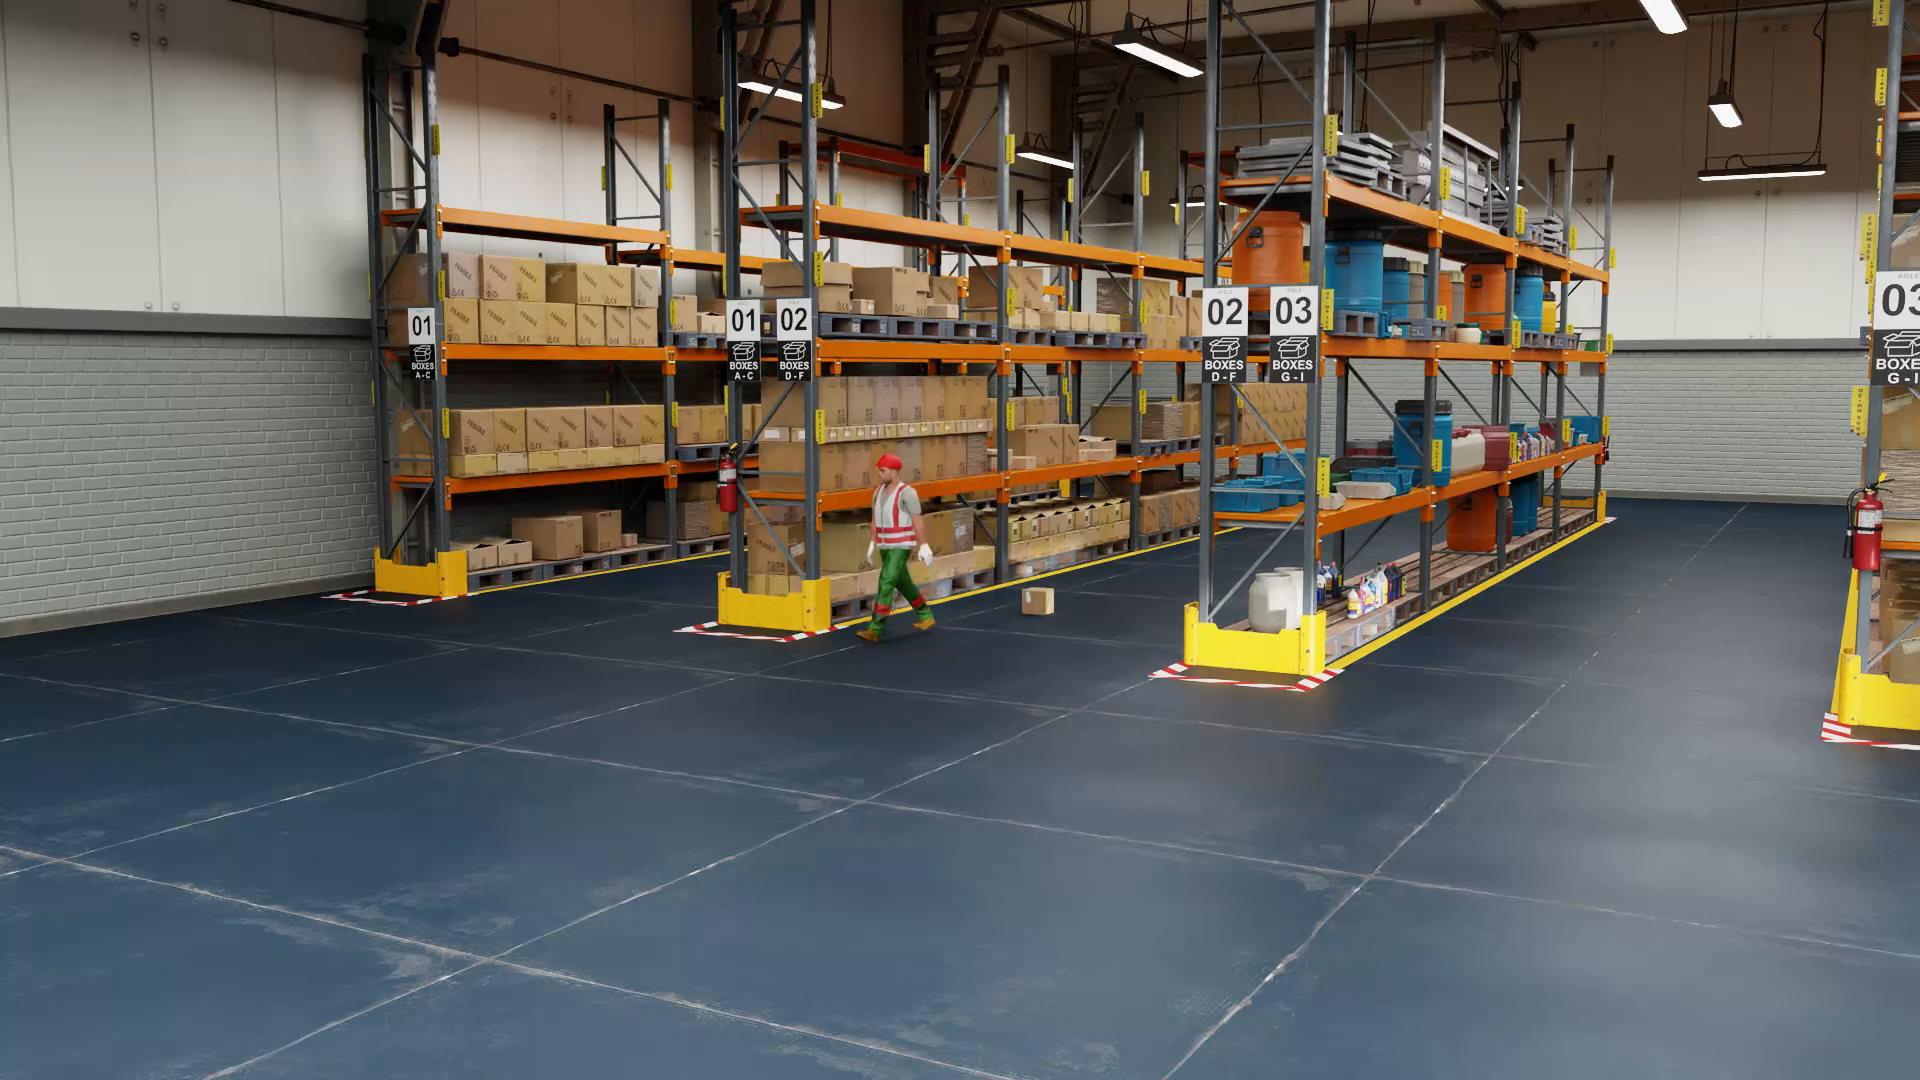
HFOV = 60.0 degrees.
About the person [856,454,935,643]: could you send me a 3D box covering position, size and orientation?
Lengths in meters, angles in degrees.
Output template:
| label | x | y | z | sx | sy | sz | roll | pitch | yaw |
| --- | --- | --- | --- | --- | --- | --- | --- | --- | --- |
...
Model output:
| label | x | y | z | sx | sy | sz | roll | pitch | yaw |
| --- | --- | --- | --- | --- | --- | --- | --- | --- | --- |
| person | -0.611 | 0.064 | 15.462 | 1.101 | 1.732 | 0.644 | -5 | 8 | -41 |
